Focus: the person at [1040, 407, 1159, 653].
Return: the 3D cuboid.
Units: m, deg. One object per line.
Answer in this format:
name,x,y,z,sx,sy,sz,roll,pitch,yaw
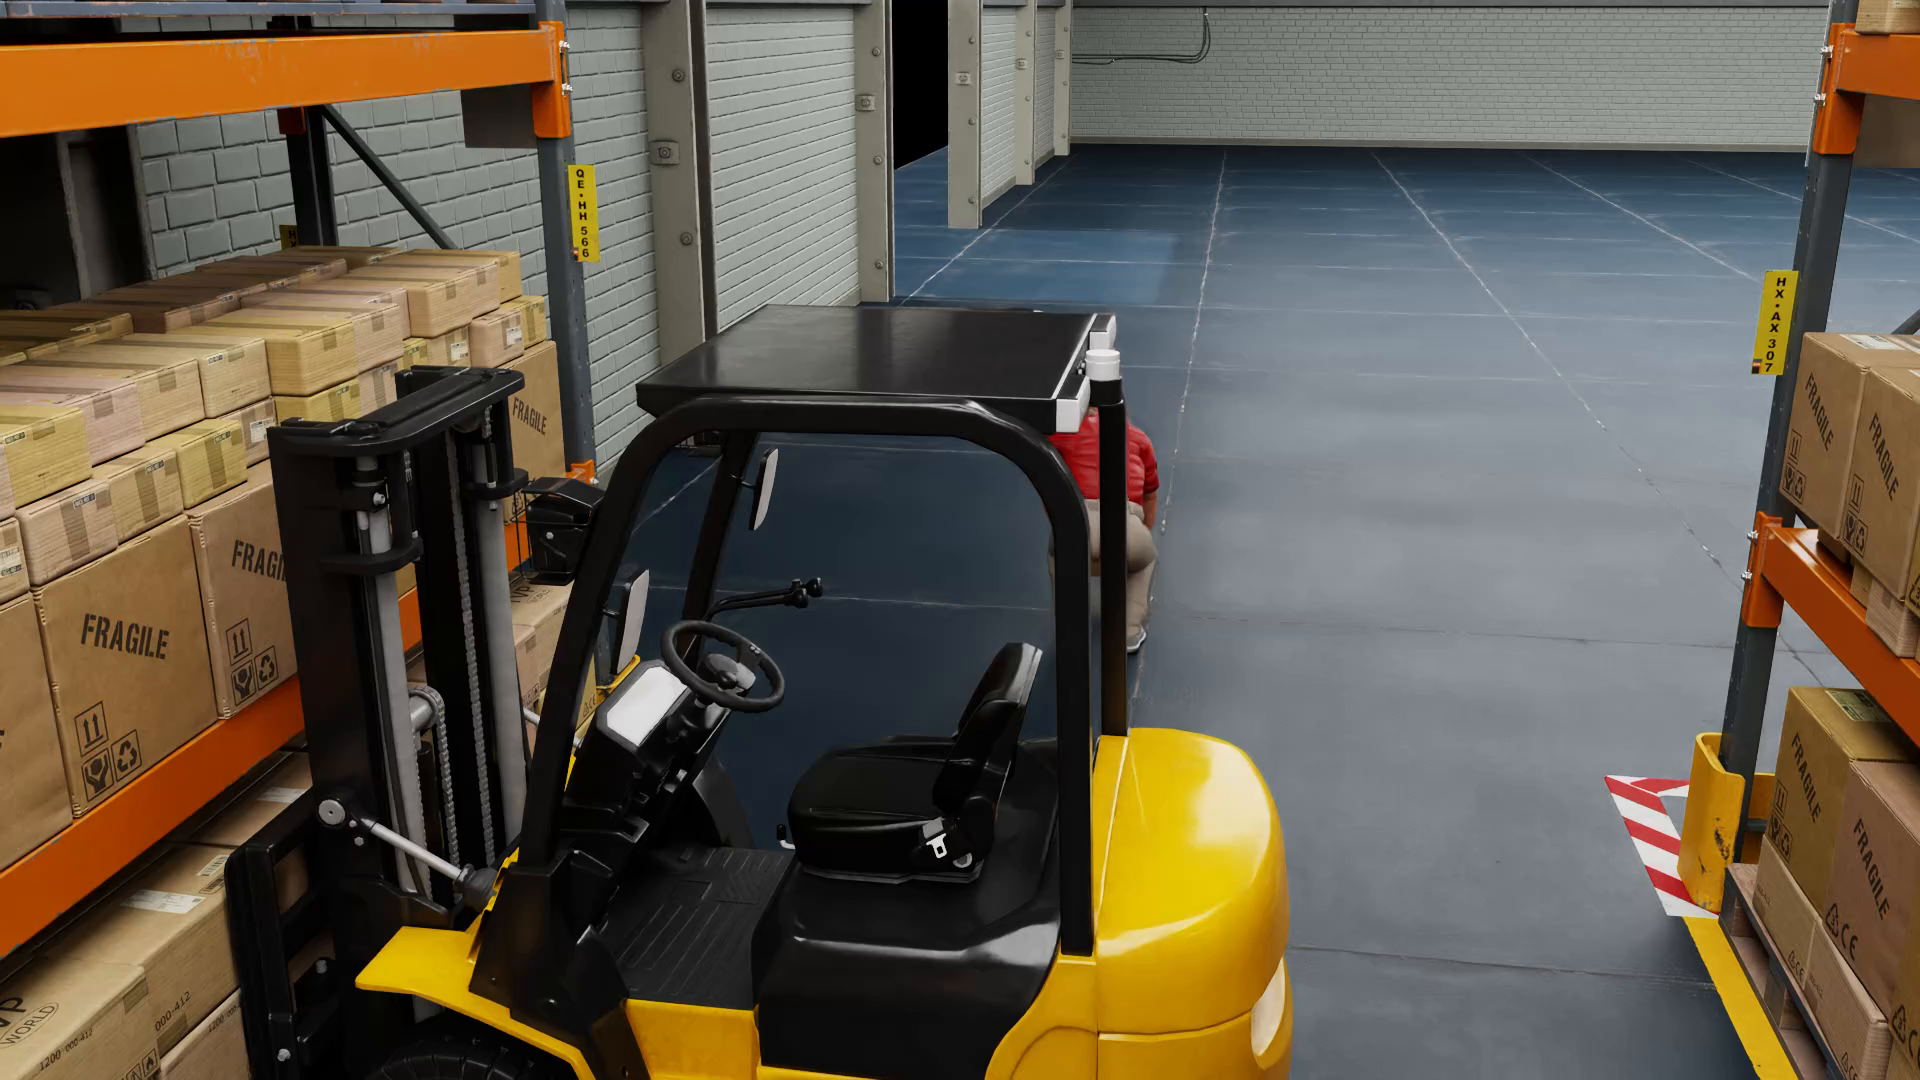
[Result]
person,0.639,-0.080,7.819,0.577,1.130,0.821,3,18,9
